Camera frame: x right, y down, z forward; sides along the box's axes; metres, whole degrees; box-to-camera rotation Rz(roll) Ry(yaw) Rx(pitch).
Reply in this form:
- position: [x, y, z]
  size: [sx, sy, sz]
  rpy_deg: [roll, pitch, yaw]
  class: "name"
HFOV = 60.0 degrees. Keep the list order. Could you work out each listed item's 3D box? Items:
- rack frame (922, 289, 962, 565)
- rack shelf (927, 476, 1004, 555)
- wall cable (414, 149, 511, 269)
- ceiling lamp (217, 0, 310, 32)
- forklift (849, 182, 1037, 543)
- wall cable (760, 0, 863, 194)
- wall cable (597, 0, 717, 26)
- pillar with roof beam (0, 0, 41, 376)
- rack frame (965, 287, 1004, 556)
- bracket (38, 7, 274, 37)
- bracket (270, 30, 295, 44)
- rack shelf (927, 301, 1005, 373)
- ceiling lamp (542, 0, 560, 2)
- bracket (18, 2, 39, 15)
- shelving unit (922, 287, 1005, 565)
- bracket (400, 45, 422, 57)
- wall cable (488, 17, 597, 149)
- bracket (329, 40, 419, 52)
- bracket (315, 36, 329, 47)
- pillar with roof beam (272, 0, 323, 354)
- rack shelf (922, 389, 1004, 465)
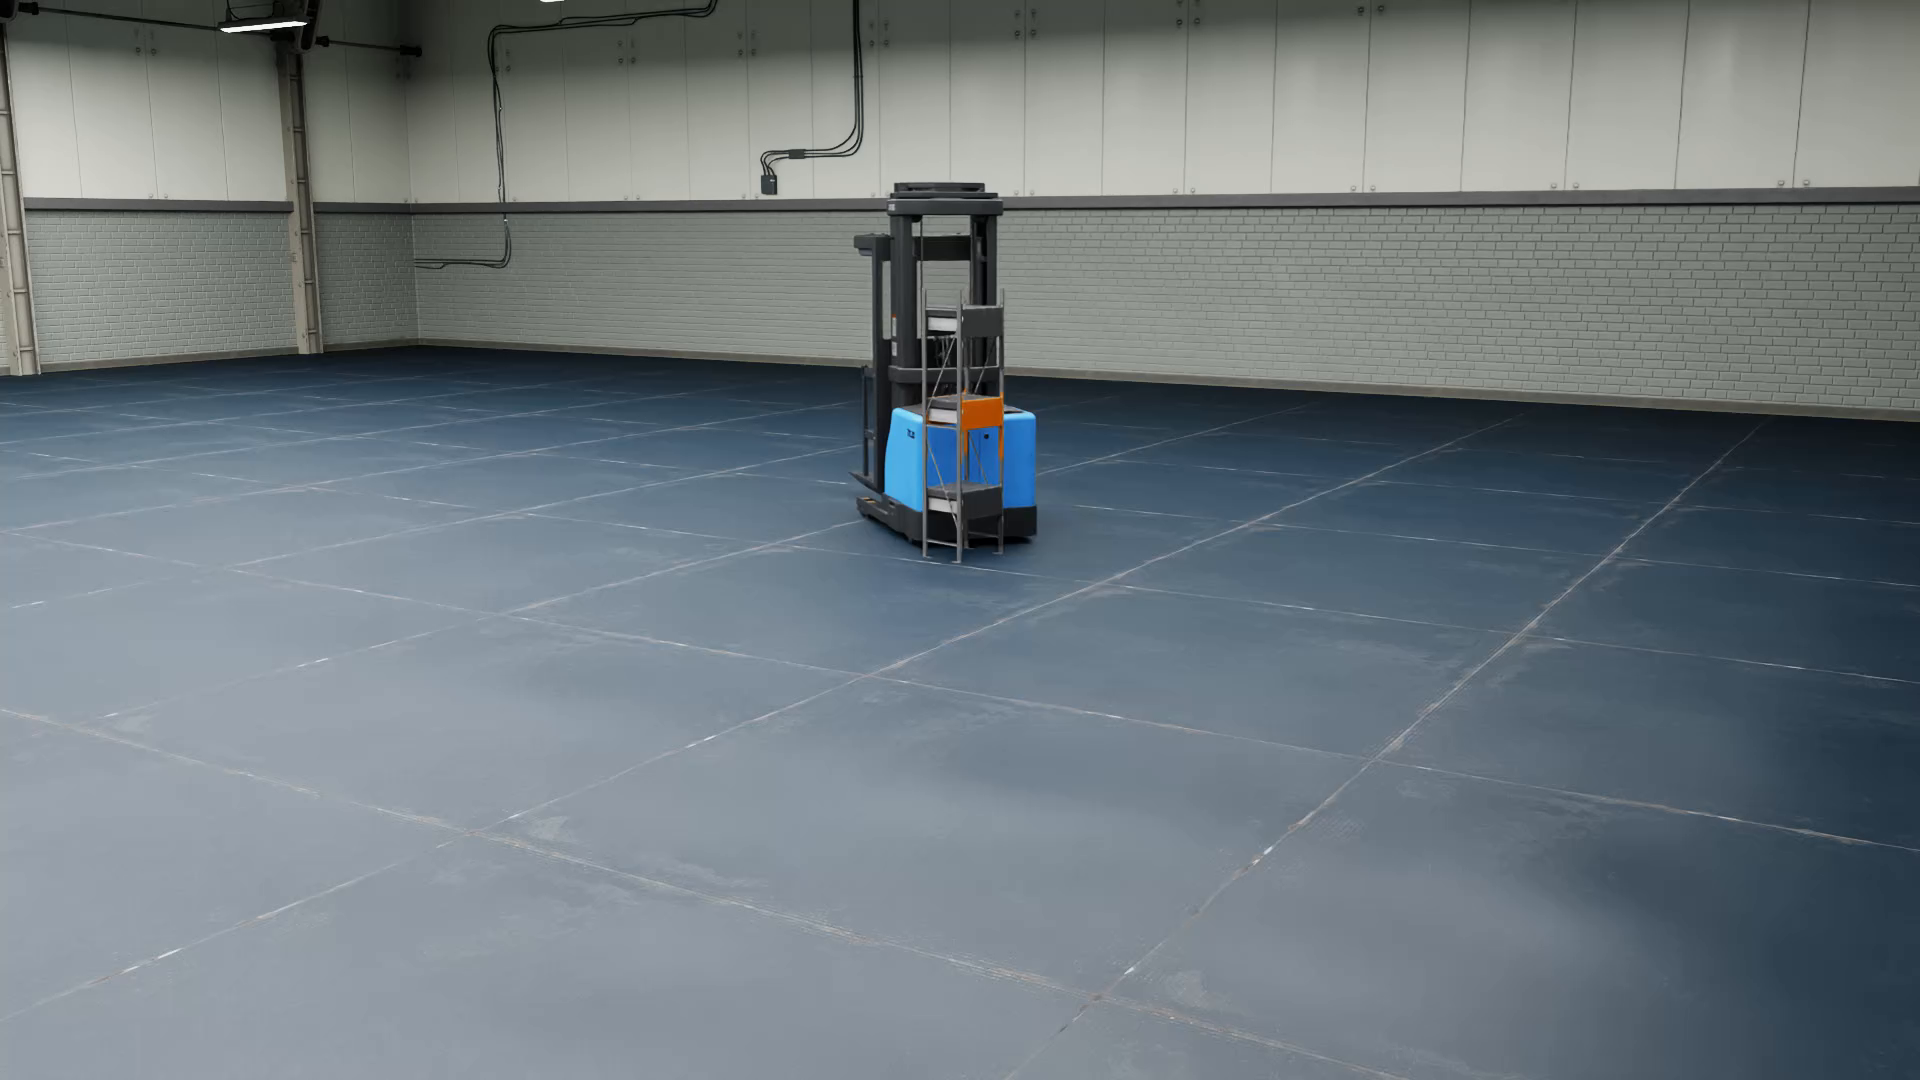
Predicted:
- position: [-0.140, -0.868, 12.798]
  size: [0.400, 2.100, 0.015]
  rpy_deg: [10, 14, 42]
  class: "rack frame"
- position: [0.026, -0.199, 13.105]
  size: [0.431, 0.518, 0.480]
  rpy_deg: [10, 14, 42]
  class: "rack shelf"
- position: [-10.876, -7.128, 35.927]
  size: [3.097, 2.526, 0.112]
  rpy_deg: [6, 12, 31]
  class: "wall cable"
- position: [-11.483, -10.125, 27.634]
  size: [2.000, 3.185, 0.800]
  rpy_deg: [6, 12, 31]
  class: "ceiling lamp"
- position: [-0.298, -1.648, 14.706]
  size: [1.130, 2.935, 3.031]
  rpy_deg: [-3, 11, -17]
  class: "forklift"
- position: [-2.771, -9.416, 30.470]
  size: [2.305, 6.003, 0.169]
  rpy_deg: [6, 12, 31]
  class: "wall cable"
- position: [-5.919, -11.292, 32.084]
  size: [3.097, 2.526, 0.112]
  rpy_deg: [6, 12, 31]
  class: "wall cable"
- position: [-12.972, -6.962, 26.604]
  size: [9.100, 9.000, 0.548]
  rpy_deg: [6, 12, 31]
  class: "pillar with roof beam"
- position: [0.192, -0.934, 13.150]
  size: [0.400, 2.100, 0.015]
  rpy_deg: [10, 14, 42]
  class: "rack frame"
- position: [-14.786, -9.582, 30.816]
  size: [0.076, 0.066, 4.783]
  rpy_deg: [6, 12, 31]
  class: "bracket"
- position: [-13.448, -9.987, 32.980]
  size: [0.235, 0.232, 0.430]
  rpy_deg: [6, 12, 31]
  class: "bracket"
- position: [0.026, -1.575, 12.848]
  size: [0.431, 0.518, 0.480]
  rpy_deg: [10, 14, 42]
  class: "rack shelf"
- position: [-5.167, -9.419, 23.863]
  size: [2.000, 3.185, 0.800]
  rpy_deg: [6, 12, 31]
  class: "ceiling lamp"
- position: [-16.132, -9.174, 28.637]
  size: [0.235, 0.232, 0.430]
  rpy_deg: [6, 12, 31]
  class: "bracket"
- position: [0.026, -0.901, 12.974]
  size: [0.431, 2.100, 0.503]
  rpy_deg: [10, 14, 42]
  class: "shelving unit"
- position: [-11.787, -10.491, 35.668]
  size: [0.235, 0.232, 0.430]
  rpy_deg: [6, 12, 31]
  class: "bracket"
- position: [-8.564, -9.352, 34.082]
  size: [3.097, 2.526, 0.112]
  rpy_deg: [6, 12, 31]
  class: "wall cable"
- position: [-12.093, -10.398, 35.172]
  size: [0.076, 0.066, 3.189]
  rpy_deg: [6, 12, 31]
  class: "bracket"
- position: [-13.017, -10.118, 33.677]
  size: [0.235, 0.232, 0.430]
  rpy_deg: [6, 12, 31]
  class: "bracket"
- position: [-9.857, -7.906, 31.644]
  size: [9.100, 9.000, 0.548]
  rpy_deg: [6, 12, 31]
  class: "pillar with roof beam"
- position: [0.026, -0.887, 12.977]
  size: [0.431, 0.518, 0.480]
  rpy_deg: [10, 14, 42]
  class: "rack shelf"
